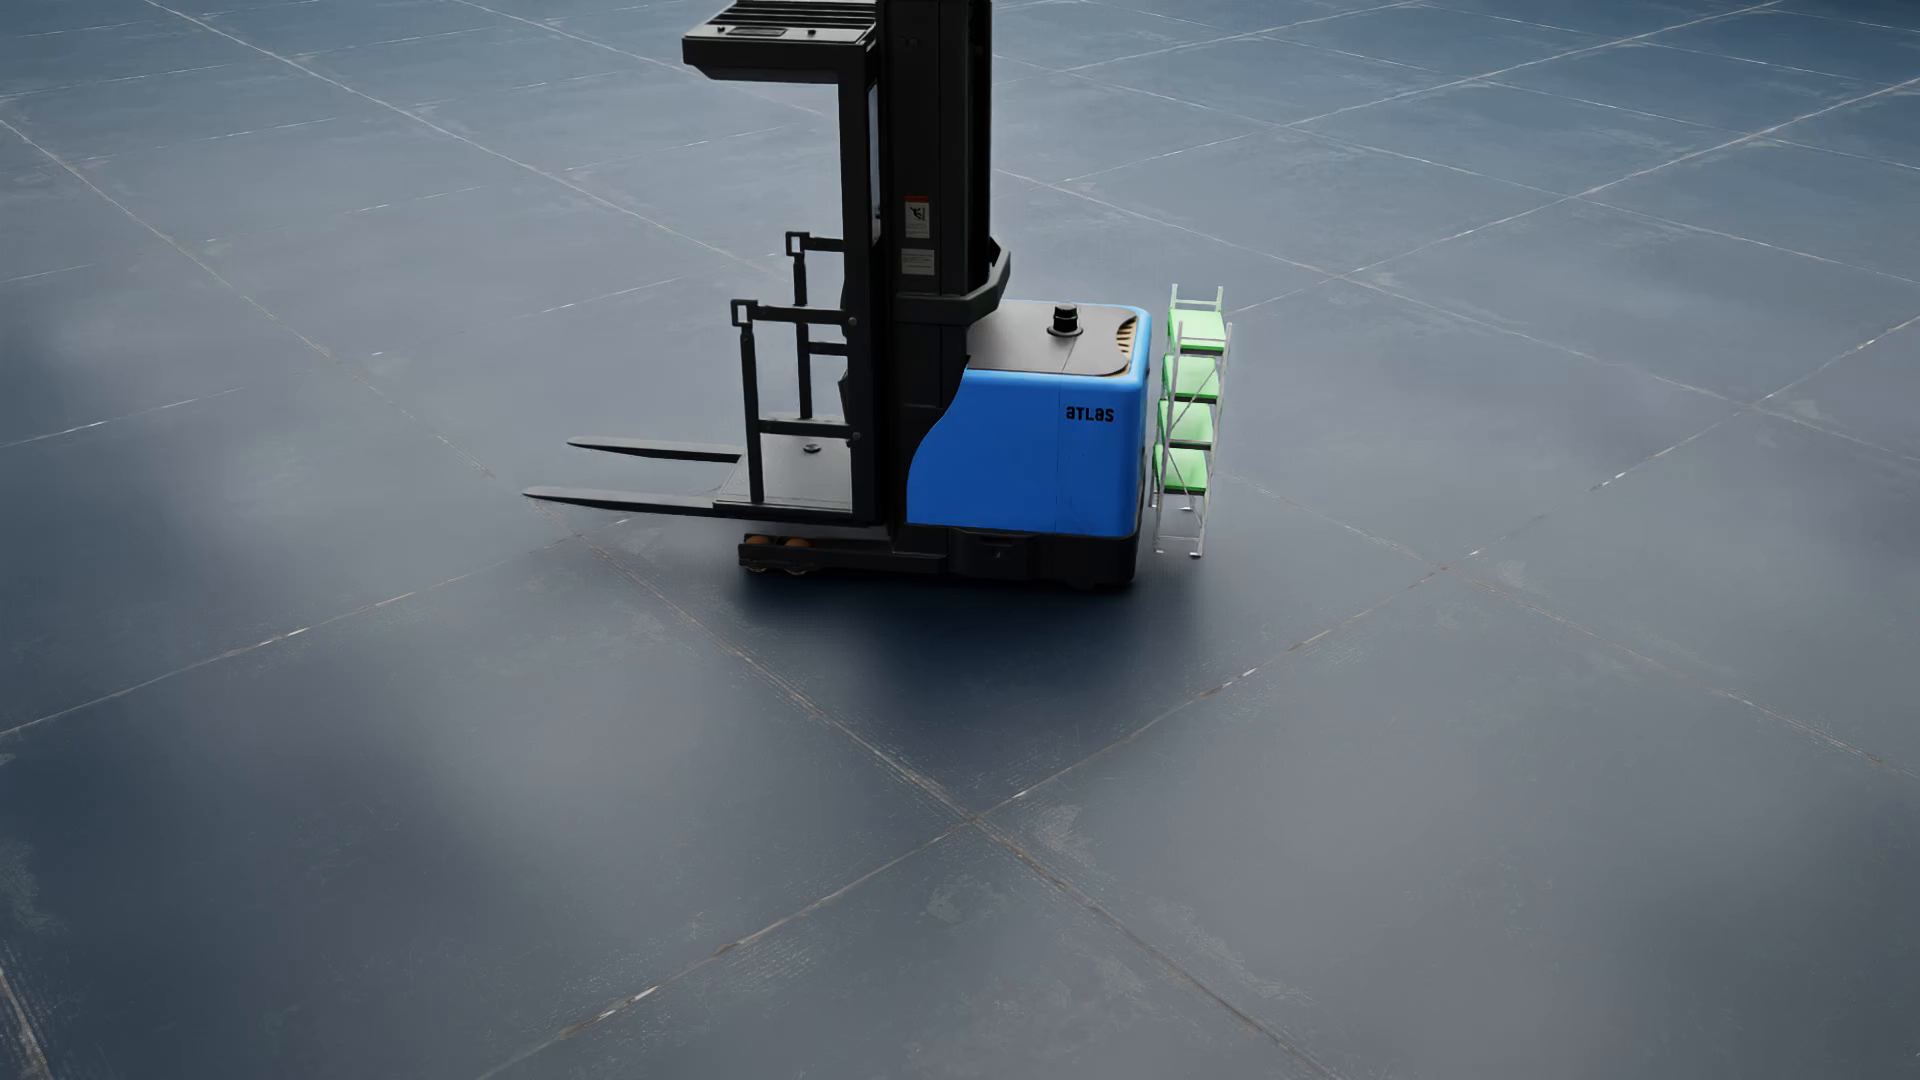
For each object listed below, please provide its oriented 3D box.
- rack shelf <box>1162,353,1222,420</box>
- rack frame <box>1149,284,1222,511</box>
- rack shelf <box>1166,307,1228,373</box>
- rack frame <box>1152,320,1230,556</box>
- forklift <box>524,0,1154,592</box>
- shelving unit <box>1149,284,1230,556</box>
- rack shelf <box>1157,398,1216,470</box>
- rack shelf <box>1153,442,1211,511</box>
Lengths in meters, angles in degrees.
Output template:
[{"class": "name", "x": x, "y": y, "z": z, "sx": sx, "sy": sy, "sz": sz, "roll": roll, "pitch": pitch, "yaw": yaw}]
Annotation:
[{"class": "rack shelf", "x": 1.105, "y": -0.731, "z": 7.960, "sx": 0.258, "sy": 0.148, "sz": 0.480, "roll": 4, "pitch": 28, "yaw": 3}, {"class": "rack frame", "x": 1.115, "y": -0.690, "z": 8.258, "sx": 0.240, "sy": 1.200, "sz": 0.015, "roll": 4, "pitch": 28, "yaw": 3}, {"class": "rack shelf", "x": 1.113, "y": -0.942, "z": 7.846, "sx": 0.258, "sy": 0.148, "sz": 0.480, "roll": 4, "pitch": 28, "yaw": 3}, {"class": "rack frame", "x": 1.081, "y": -0.461, "z": 7.829, "sx": 0.240, "sy": 1.200, "sz": 0.015, "roll": 4, "pitch": 28, "yaw": 3}, {"class": "forklift", "x": -0.613, "y": -1.375, "z": 7.713, "sx": 3.031, "sy": 2.935, "sz": 1.130, "roll": 5, "pitch": 28, "yaw": 9}, {"class": "shelving unit", "x": 1.098, "y": -0.576, "z": 8.044, "sx": 0.258, "sy": 1.200, "sz": 0.503, "roll": 4, "pitch": 28, "yaw": 3}, {"class": "rack shelf", "x": 1.096, "y": -0.519, "z": 8.074, "sx": 0.258, "sy": 0.148, "sz": 0.480, "roll": 4, "pitch": 28, "yaw": 3}, {"class": "rack shelf", "x": 1.087, "y": -0.308, "z": 8.188, "sx": 0.258, "sy": 0.148, "sz": 0.480, "roll": 4, "pitch": 28, "yaw": 3}]
